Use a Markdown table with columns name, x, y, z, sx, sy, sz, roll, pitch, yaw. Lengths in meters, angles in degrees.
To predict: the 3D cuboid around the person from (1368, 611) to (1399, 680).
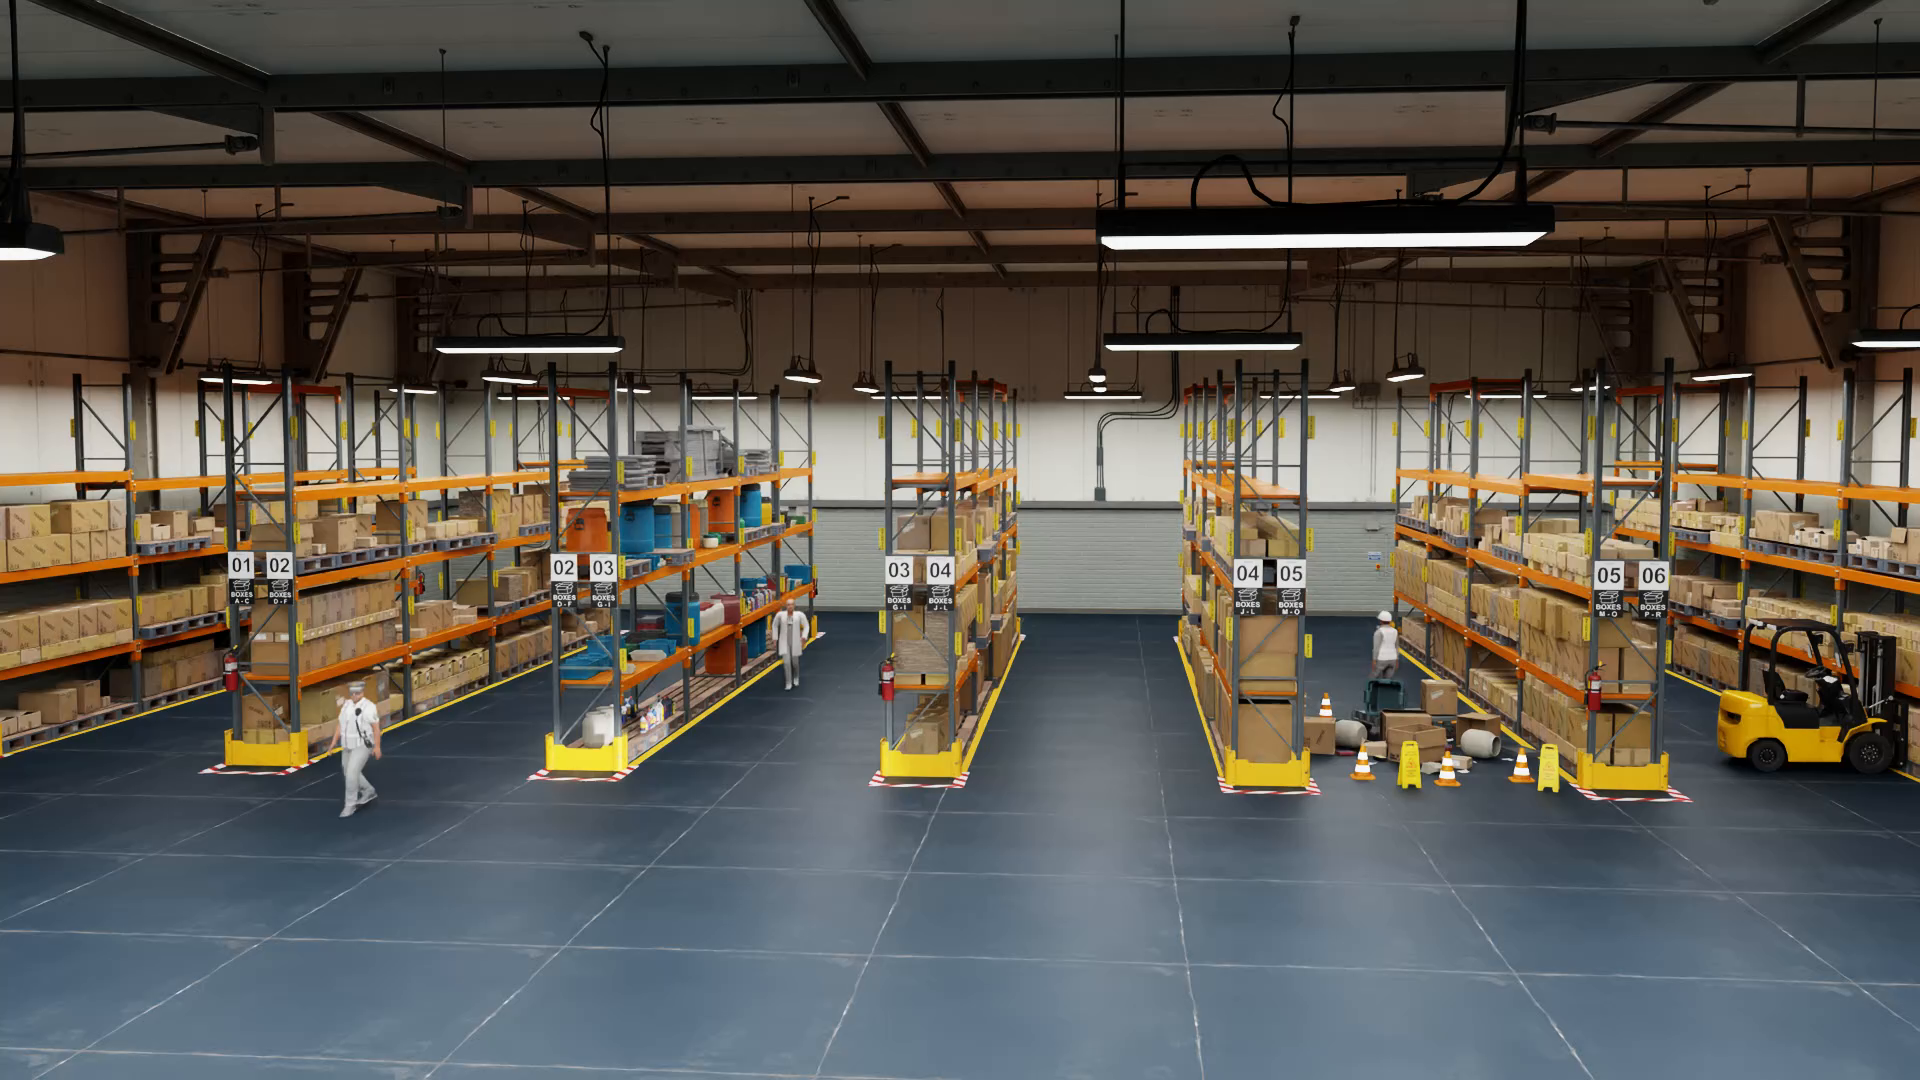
| name | x | y | z | sx | sy | sz | roll | pitch | yaw |
| --- | --- | --- | --- | --- | --- | --- | --- | --- | --- |
| person | 7.596 | 2.173 | 29.769 | 0.567 | 1.806 | 0.385 | -2 | 4 | -23 |

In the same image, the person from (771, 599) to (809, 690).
| name | x | y | z | sx | sy | sz | roll | pitch | yaw |
| --- | --- | --- | --- | --- | --- | --- | --- | --- | --- |
| person | -3.304 | 2.007 | 32.363 | 0.733 | 1.748 | 0.747 | 0 | 4 | -3 |

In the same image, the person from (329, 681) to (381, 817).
| name | x | y | z | sx | sy | sz | roll | pitch | yaw |
| --- | --- | --- | --- | --- | --- | --- | --- | --- | --- |
| person | -7.920 | 2.721 | 21.879 | 0.617 | 1.768 | 0.742 | 2 | 4 | 23 |

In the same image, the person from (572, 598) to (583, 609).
| name | x | y | z | sx | sy | sz | roll | pitch | yaw |
| --- | --- | --- | --- | --- | --- | --- | --- | --- | --- |
| person | -10.372 | 1.174 | 44.646 | 0.580 | 1.755 | 0.654 | -3 | 5 | -41 |
